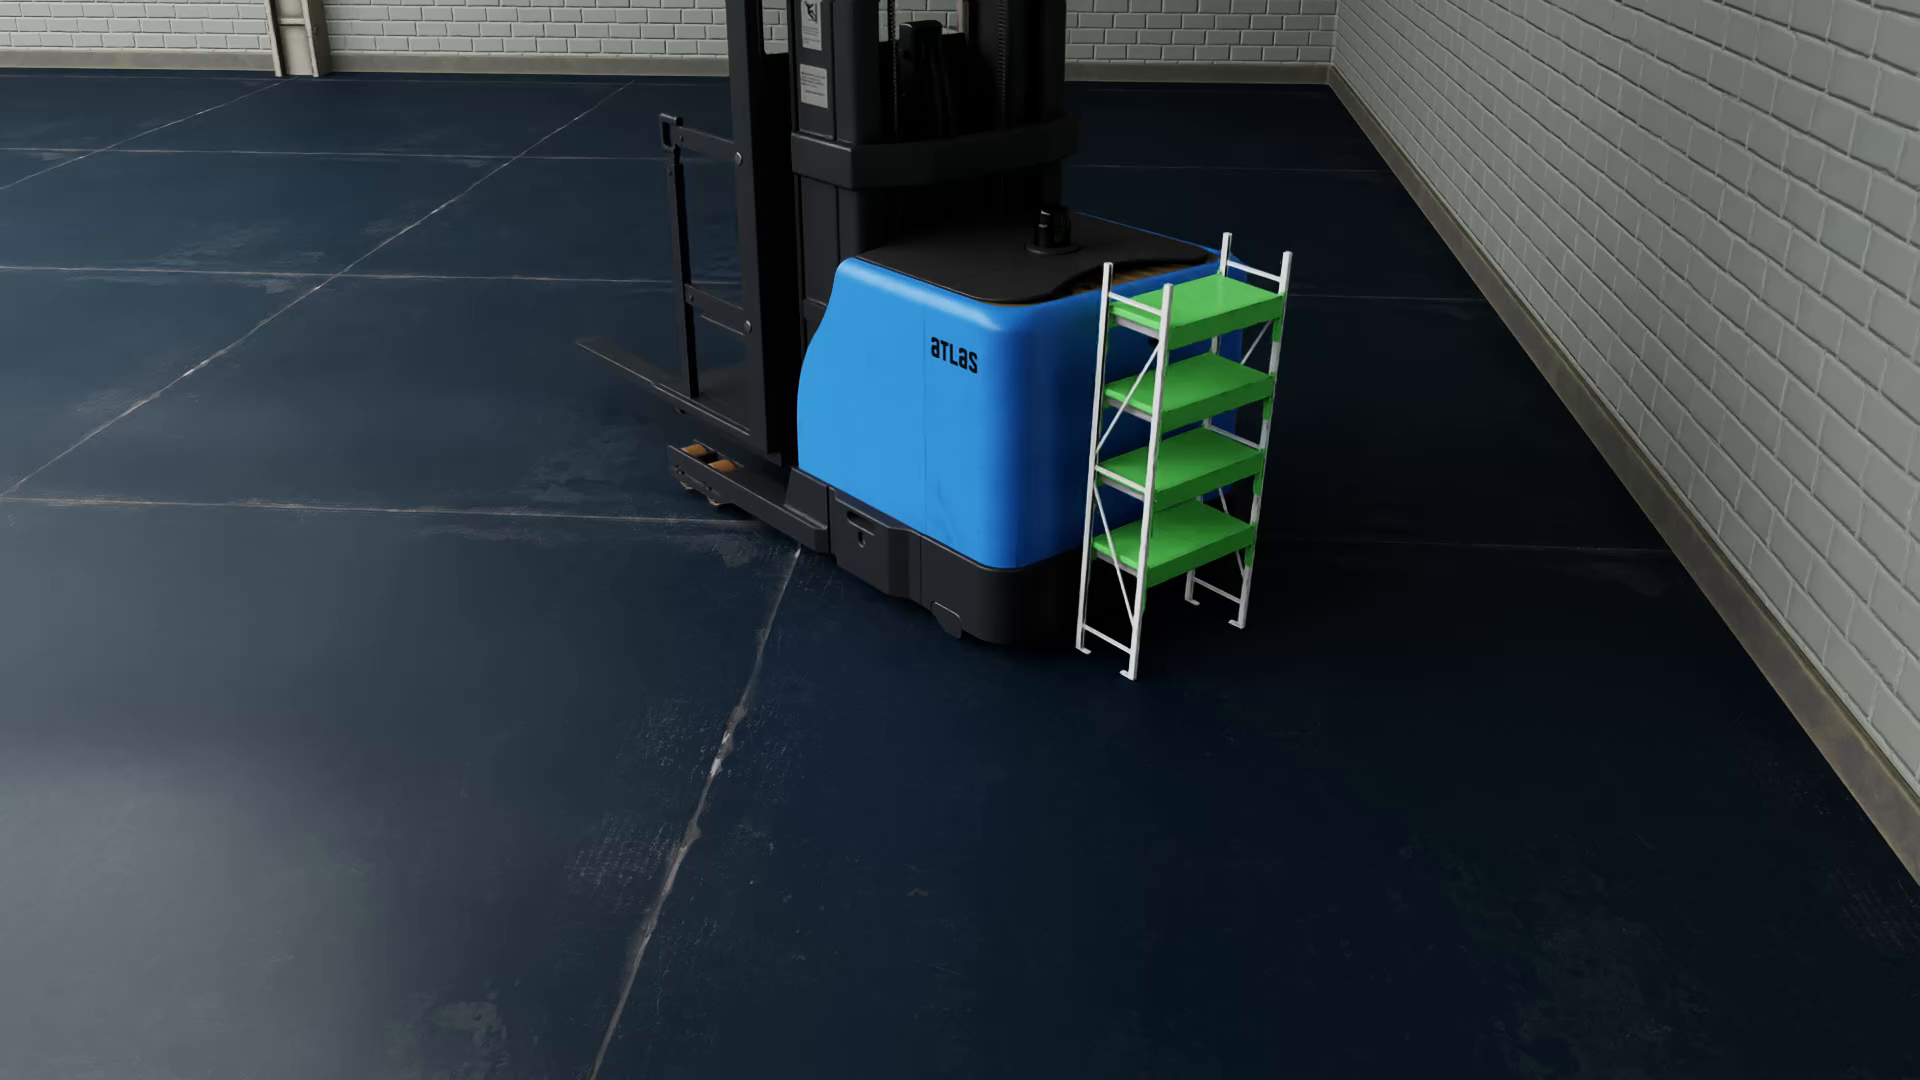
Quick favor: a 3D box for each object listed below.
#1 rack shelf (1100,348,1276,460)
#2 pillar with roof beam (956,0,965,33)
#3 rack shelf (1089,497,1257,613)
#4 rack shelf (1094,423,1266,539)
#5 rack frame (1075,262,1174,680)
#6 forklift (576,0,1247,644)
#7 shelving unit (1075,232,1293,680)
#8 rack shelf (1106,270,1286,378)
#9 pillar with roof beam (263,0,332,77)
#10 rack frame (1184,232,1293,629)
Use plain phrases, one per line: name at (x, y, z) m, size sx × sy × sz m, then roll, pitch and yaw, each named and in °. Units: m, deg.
rack shelf at (0.641, -0.394, 4.734) m, size 0.480 × 0.148 × 0.258 m, roll -20°, pitch 34°, yaw -37°
pillar with roof beam at (-0.151, -6.234, 8.533) m, size 0.400 × 9.000 × 9.100 m, roll 2°, pitch 25°, yaw 4°
rack shelf at (0.626, 0.034, 4.951) m, size 0.480 × 0.148 × 0.258 m, roll -20°, pitch 34°, yaw -37°
rack shelf at (0.634, -0.180, 4.842) m, size 0.480 × 0.148 × 0.258 m, roll -20°, pitch 34°, yaw -37°
rack frame at (0.452, -0.169, 4.668) m, size 0.015 × 1.200 × 0.240 m, roll -20°, pitch 34°, yaw -37°
forklift at (-0.422, -1.570, 5.656) m, size 1.130 × 2.935 × 3.031 m, roll -19°, pitch 31°, yaw -35°
shelving unit at (0.636, -0.237, 4.813) m, size 0.503 × 1.200 × 0.258 m, roll -20°, pitch 34°, yaw -37°
rack shelf at (0.649, -0.608, 4.625) m, size 0.480 × 0.148 × 0.258 m, roll -20°, pitch 34°, yaw -37°
pillar with roof beam at (-6.133, -6.426, 8.950) m, size 0.400 × 9.000 × 9.100 m, roll 2°, pitch 25°, yaw 4°
rack frame at (0.819, -0.304, 4.959) m, size 0.015 × 1.200 × 0.240 m, roll -20°, pitch 34°, yaw -37°
